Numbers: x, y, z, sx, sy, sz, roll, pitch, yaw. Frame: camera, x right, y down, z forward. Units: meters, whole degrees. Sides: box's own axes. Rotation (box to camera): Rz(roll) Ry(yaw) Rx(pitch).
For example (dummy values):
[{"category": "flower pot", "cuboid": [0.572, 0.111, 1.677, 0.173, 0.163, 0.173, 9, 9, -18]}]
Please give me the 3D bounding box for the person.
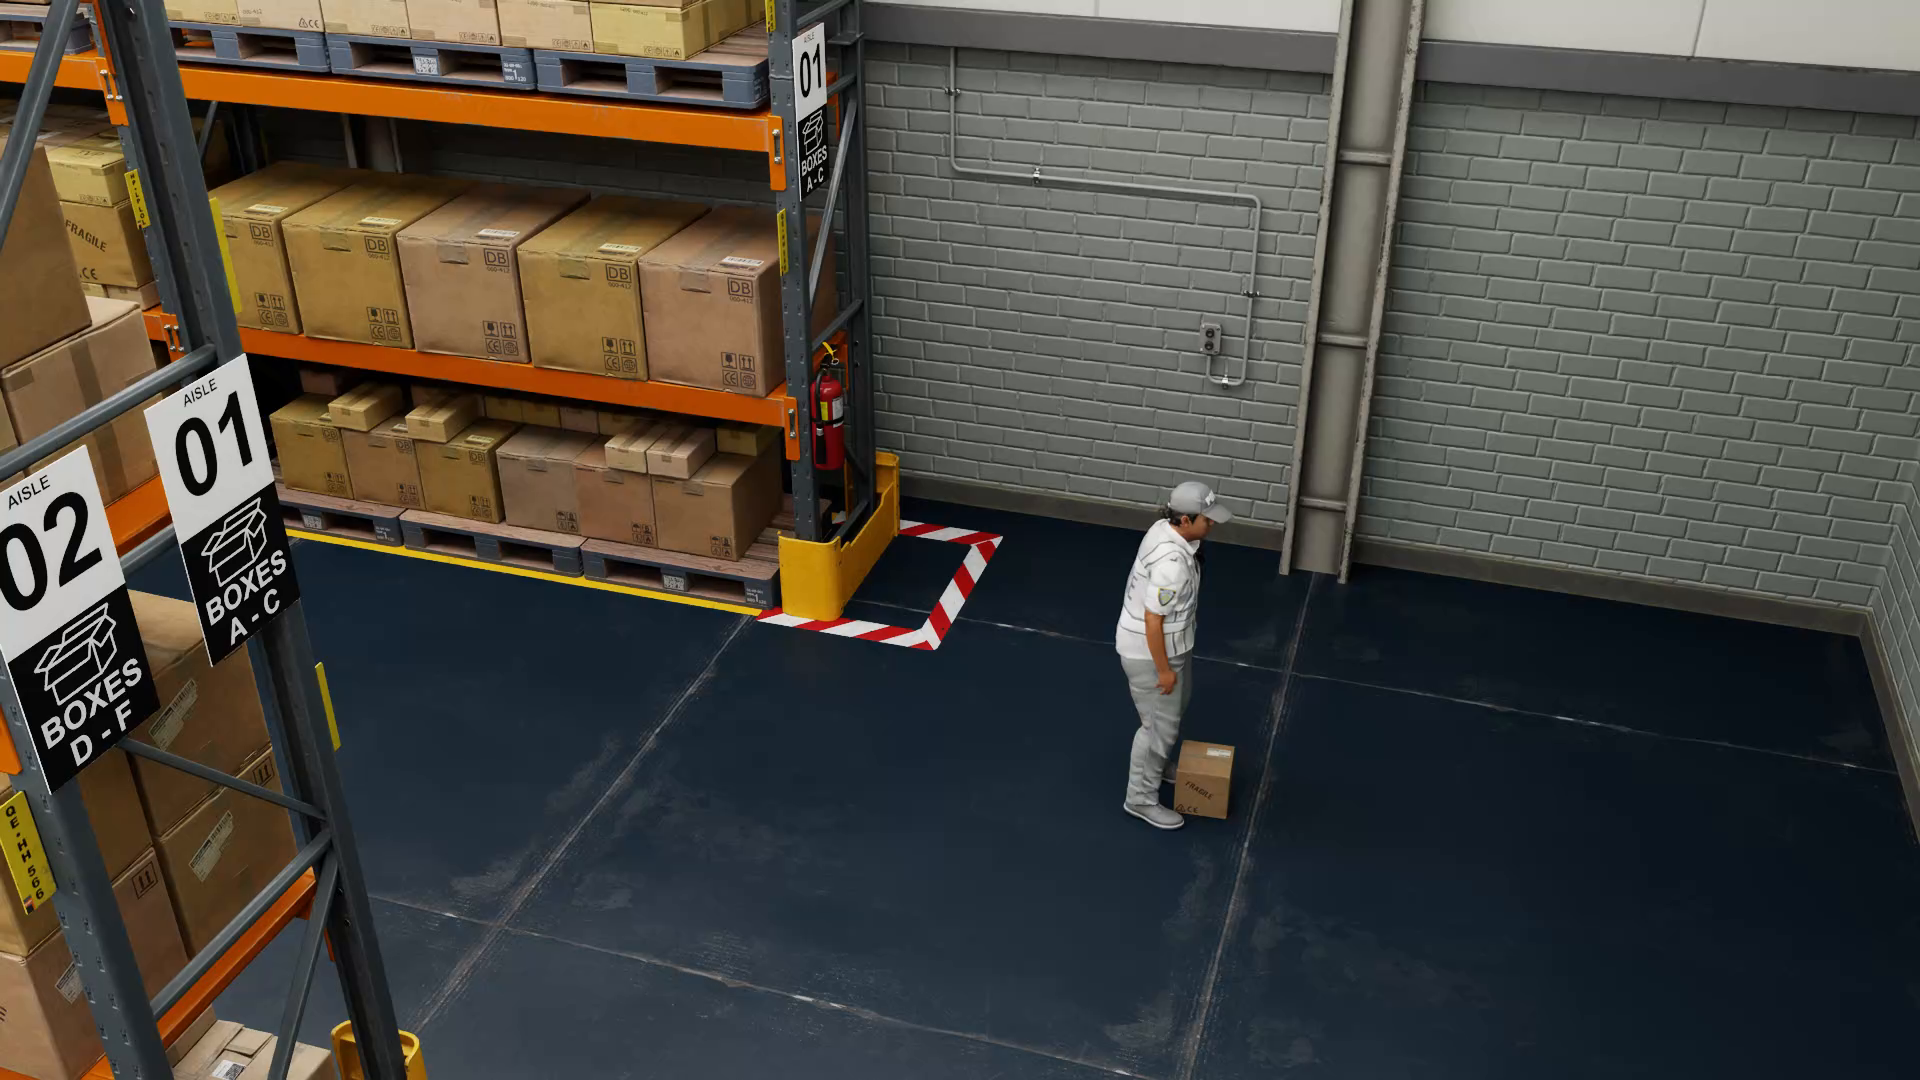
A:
[{"category": "person", "cuboid": [0.954, 0.492, 7.621, 0.468, 1.666, 0.563, 7, 30, 12]}]
